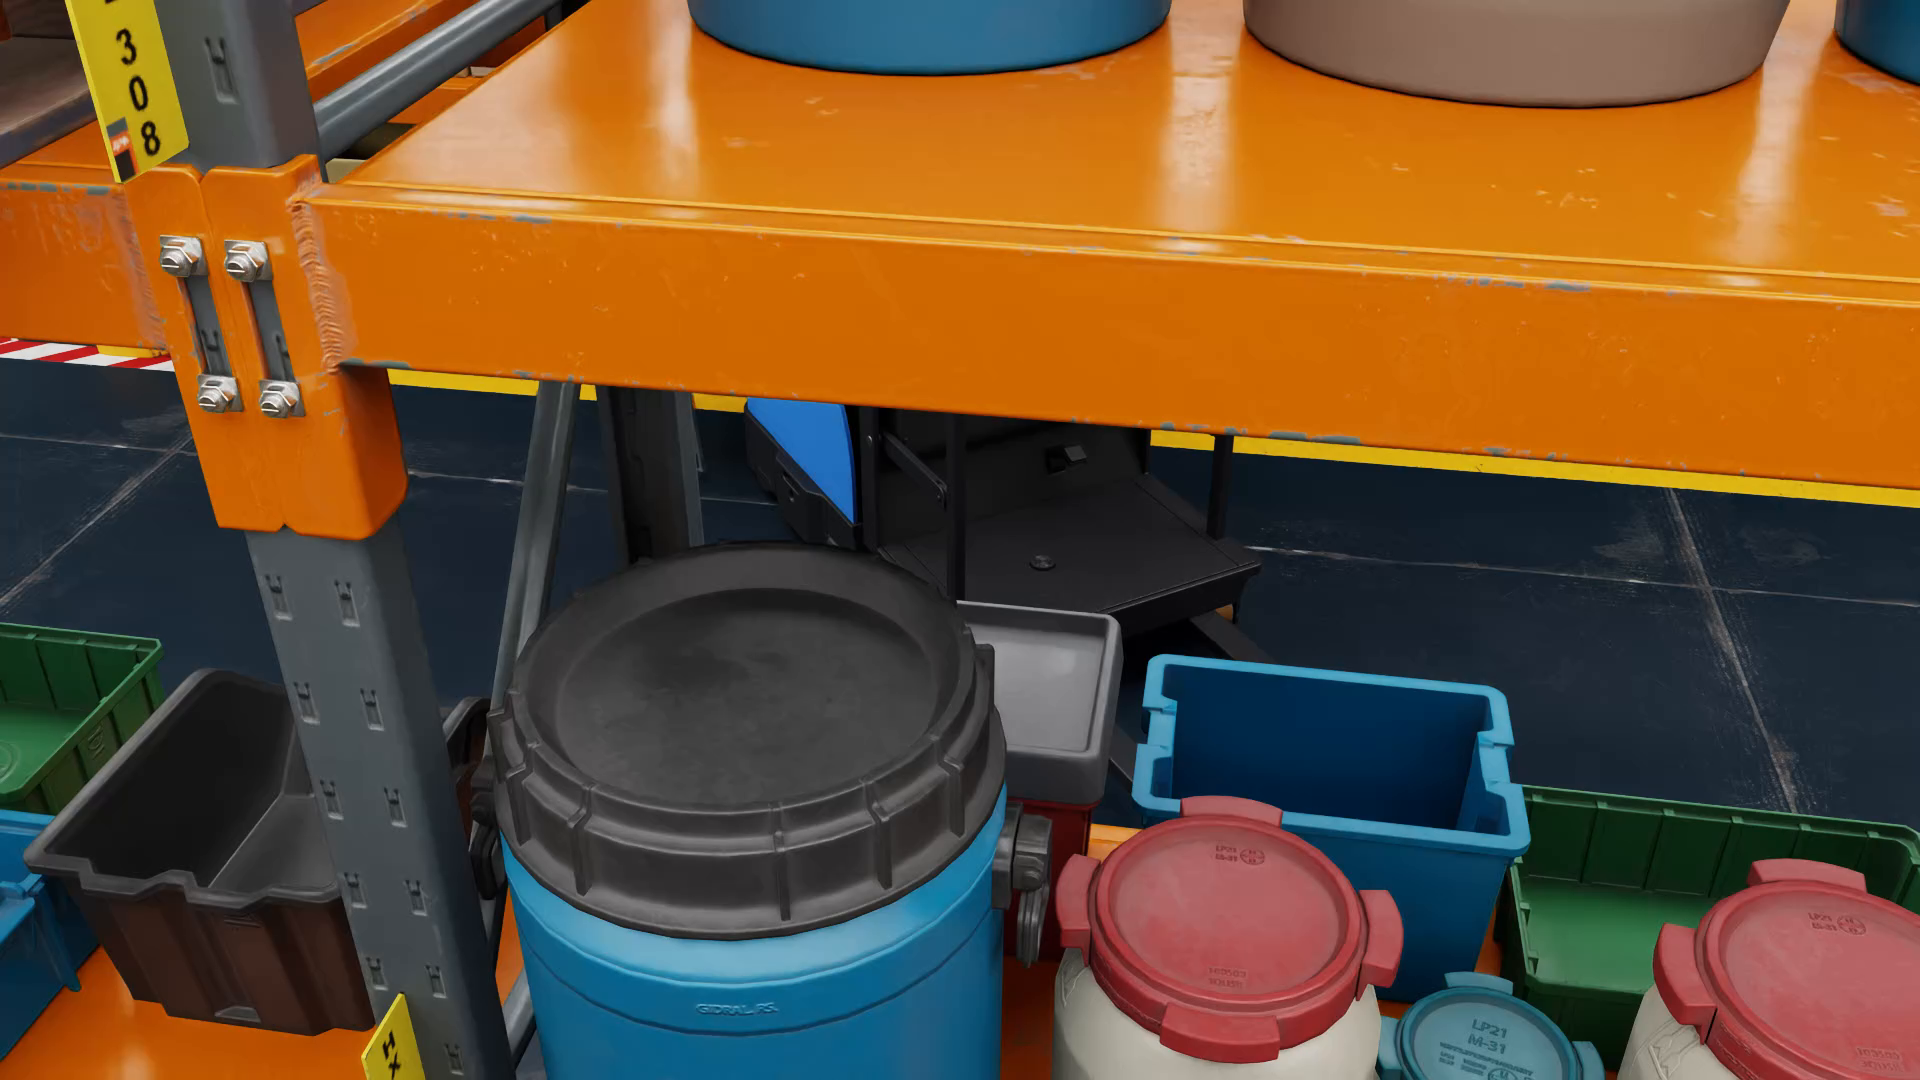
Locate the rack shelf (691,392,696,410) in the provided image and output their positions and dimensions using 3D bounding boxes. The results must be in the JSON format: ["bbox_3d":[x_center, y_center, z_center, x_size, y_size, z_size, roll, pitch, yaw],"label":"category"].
[{"bbox_3d":[-0.931,-0.684,6.673,0.480,0.148,0.258,-22,28,-32],"label":"rack shelf"}]

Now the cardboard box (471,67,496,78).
[{"bbox_3d":[-1.695,-2.269,6.953,0.500,0.500,0.700,6,33,10],"label":"cardboard box"}]

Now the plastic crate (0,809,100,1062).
[{"bbox_3d":[-1.710,0.642,2.537,0.616,0.251,0.499,5,32,8],"label":"plastic crate"}]

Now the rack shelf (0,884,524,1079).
[{"bbox_3d":[-2.545,0.662,3.043,4.000,0.370,1.077,5,32,8],"label":"rack shelf"}]

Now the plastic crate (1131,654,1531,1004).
[{"bbox_3d":[0.566,0.478,2.674,0.575,0.384,0.392,5,32,8],"label":"plastic crate"}]

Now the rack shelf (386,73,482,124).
[{"bbox_3d":[-1.708,-1.928,7.181,4.000,0.370,1.077,5,32,8],"label":"rack shelf"}]

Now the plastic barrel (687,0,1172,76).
[{"bbox_3d":[-0.036,-1.016,1.747,0.708,0.901,0.600,5,32,8],"label":"plastic barrel"}]

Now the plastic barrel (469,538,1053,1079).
[{"bbox_3d":[-0.244,0.516,2.126,0.708,0.901,0.600,5,32,8],"label":"plastic barrel"}]

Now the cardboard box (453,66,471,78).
[{"bbox_3d":[-2.214,-2.314,7.025,0.500,0.500,0.700,5,32,9],"label":"cardboard box"}]

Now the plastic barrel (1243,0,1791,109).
[{"bbox_3d":[0.609,-0.958,1.654,0.600,0.901,0.600,0,32,0],"label":"plastic barrel"}]

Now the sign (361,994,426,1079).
[{"bbox_3d":[-0.677,0.705,2.036,0.005,0.325,0.100,5,32,8],"label":"sign"}]

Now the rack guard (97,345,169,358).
[{"bbox_3d":[-3.703,-1.354,7.942,0.348,0.500,1.175,5,32,8],"label":"rack guard"}]

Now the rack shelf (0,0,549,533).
[{"bbox_3d":[-2.545,-0.609,2.247,4.000,0.370,1.077,5,32,8],"label":"rack shelf"}]

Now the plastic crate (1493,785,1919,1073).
[{"bbox_3d":[1.191,0.633,2.611,0.662,0.188,0.450,5,32,8],"label":"plastic crate"}]

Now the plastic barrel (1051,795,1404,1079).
[{"bbox_3d":[0.333,0.678,2.211,0.433,0.535,0.433,0,32,0],"label":"plastic barrel"}]

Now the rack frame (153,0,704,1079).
[{"bbox_3d":[-0.574,0.537,2.564,0.053,2.616,0.949,5,32,8],"label":"rack frame"}]

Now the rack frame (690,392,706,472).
[{"bbox_3d":[-1.153,-0.846,6.440,0.015,1.200,0.240,-22,28,-32],"label":"rack frame"}]

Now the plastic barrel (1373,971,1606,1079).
[{"bbox_3d":[0.705,0.793,2.287,0.301,0.262,0.301,0,32,0],"label":"plastic barrel"}]

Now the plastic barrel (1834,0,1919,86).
[{"bbox_3d":[1.254,-0.900,1.560,0.708,0.901,0.600,5,32,8],"label":"plastic barrel"}]

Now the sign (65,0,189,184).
[{"bbox_3d":[-0.677,-0.453,1.311,0.005,0.325,0.100,5,32,8],"label":"sign"}]

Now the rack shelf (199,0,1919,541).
[{"bbox_3d":[1.398,-0.252,1.677,4.000,0.370,1.077,5,32,8],"label":"rack shelf"}]

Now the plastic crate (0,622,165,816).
[{"bbox_3d":[-1.864,0.357,3.053,0.662,0.188,0.450,5,32,8],"label":"plastic crate"}]

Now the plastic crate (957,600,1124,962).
[{"bbox_3d":[-0.045,0.392,2.737,0.583,0.464,0.402,5,32,8],"label":"plastic crate"}]

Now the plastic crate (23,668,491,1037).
[{"bbox_3d":[-1.068,0.449,2.764,0.504,0.338,0.767,5,32,8],"label":"plastic crate"}]

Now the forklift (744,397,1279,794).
[{"bbox_3d":[0.296,-0.950,5.005,1.130,2.935,3.031,-16,35,-24],"label":"forklift"}]

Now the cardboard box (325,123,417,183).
[{"bbox_3d":[-2.695,-1.534,7.363,0.500,0.500,0.500,5,32,8],"label":"cardboard box"}]

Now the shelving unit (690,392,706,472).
[{"bbox_3d":[-0.961,-0.926,6.568,0.503,1.200,0.258,-22,28,-32],"label":"shelving unit"}]

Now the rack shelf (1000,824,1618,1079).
[{"bbox_3d":[1.398,1.019,2.473,4.000,0.370,1.077,5,32,8],"label":"rack shelf"}]

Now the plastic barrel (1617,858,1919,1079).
[{"bbox_3d":[1.056,0.744,2.107,0.433,0.535,0.433,0,32,0],"label":"plastic barrel"}]
